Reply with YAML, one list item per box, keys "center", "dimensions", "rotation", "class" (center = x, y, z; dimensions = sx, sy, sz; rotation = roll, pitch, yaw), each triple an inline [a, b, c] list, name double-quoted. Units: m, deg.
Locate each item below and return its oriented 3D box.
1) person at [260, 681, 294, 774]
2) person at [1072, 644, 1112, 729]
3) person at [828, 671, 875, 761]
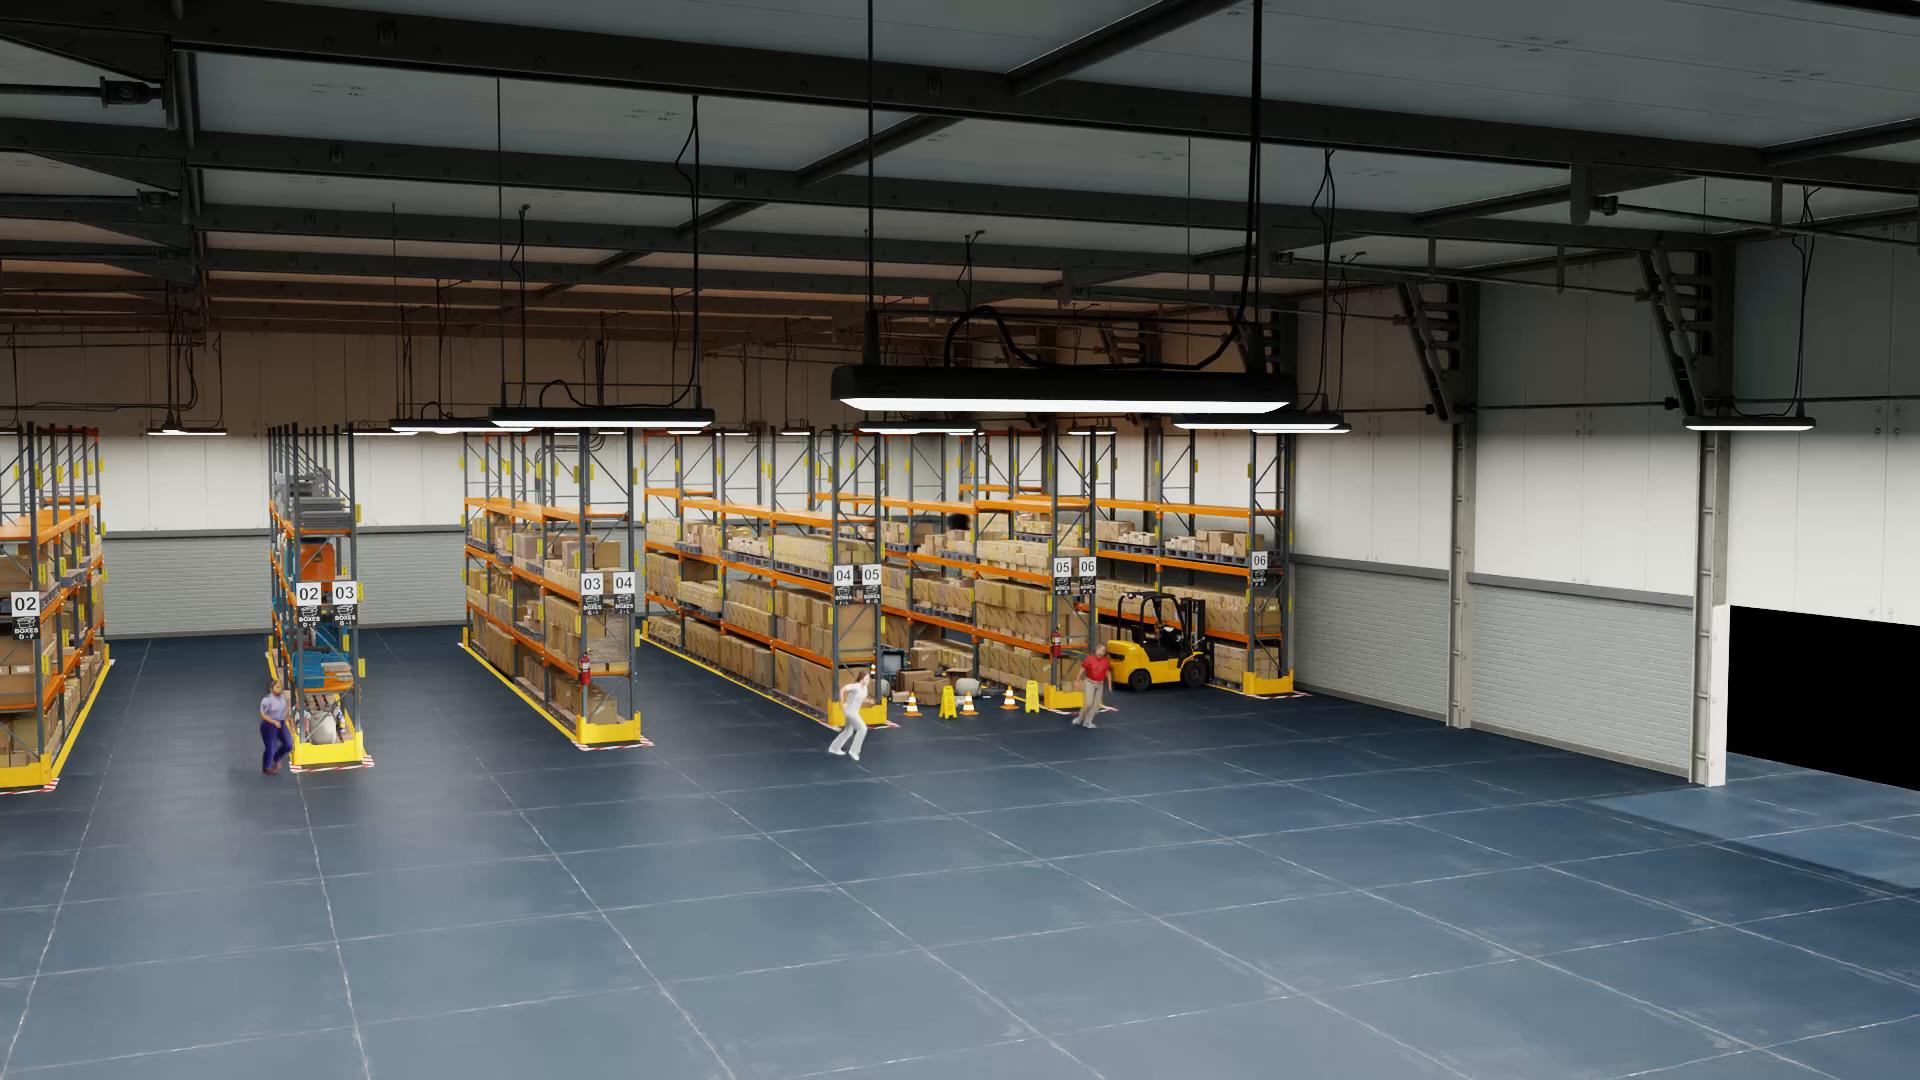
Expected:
- center: [-11.642, 3.186, 28.338]
  dimensions: [0.617, 1.596, 0.620]
  rotation: [2, 4, 29]
  class: "person"
- center: [2.610, 2.880, 32.848]
  dimensions: [0.707, 1.696, 0.562]
  rotation: [-2, 4, -27]
  class: "person"
- center: [-1.939, 3.142, 29.626]
  dimensions: [0.894, 1.647, 0.594]
  rotation: [1, 4, 22]
  class: "person"
